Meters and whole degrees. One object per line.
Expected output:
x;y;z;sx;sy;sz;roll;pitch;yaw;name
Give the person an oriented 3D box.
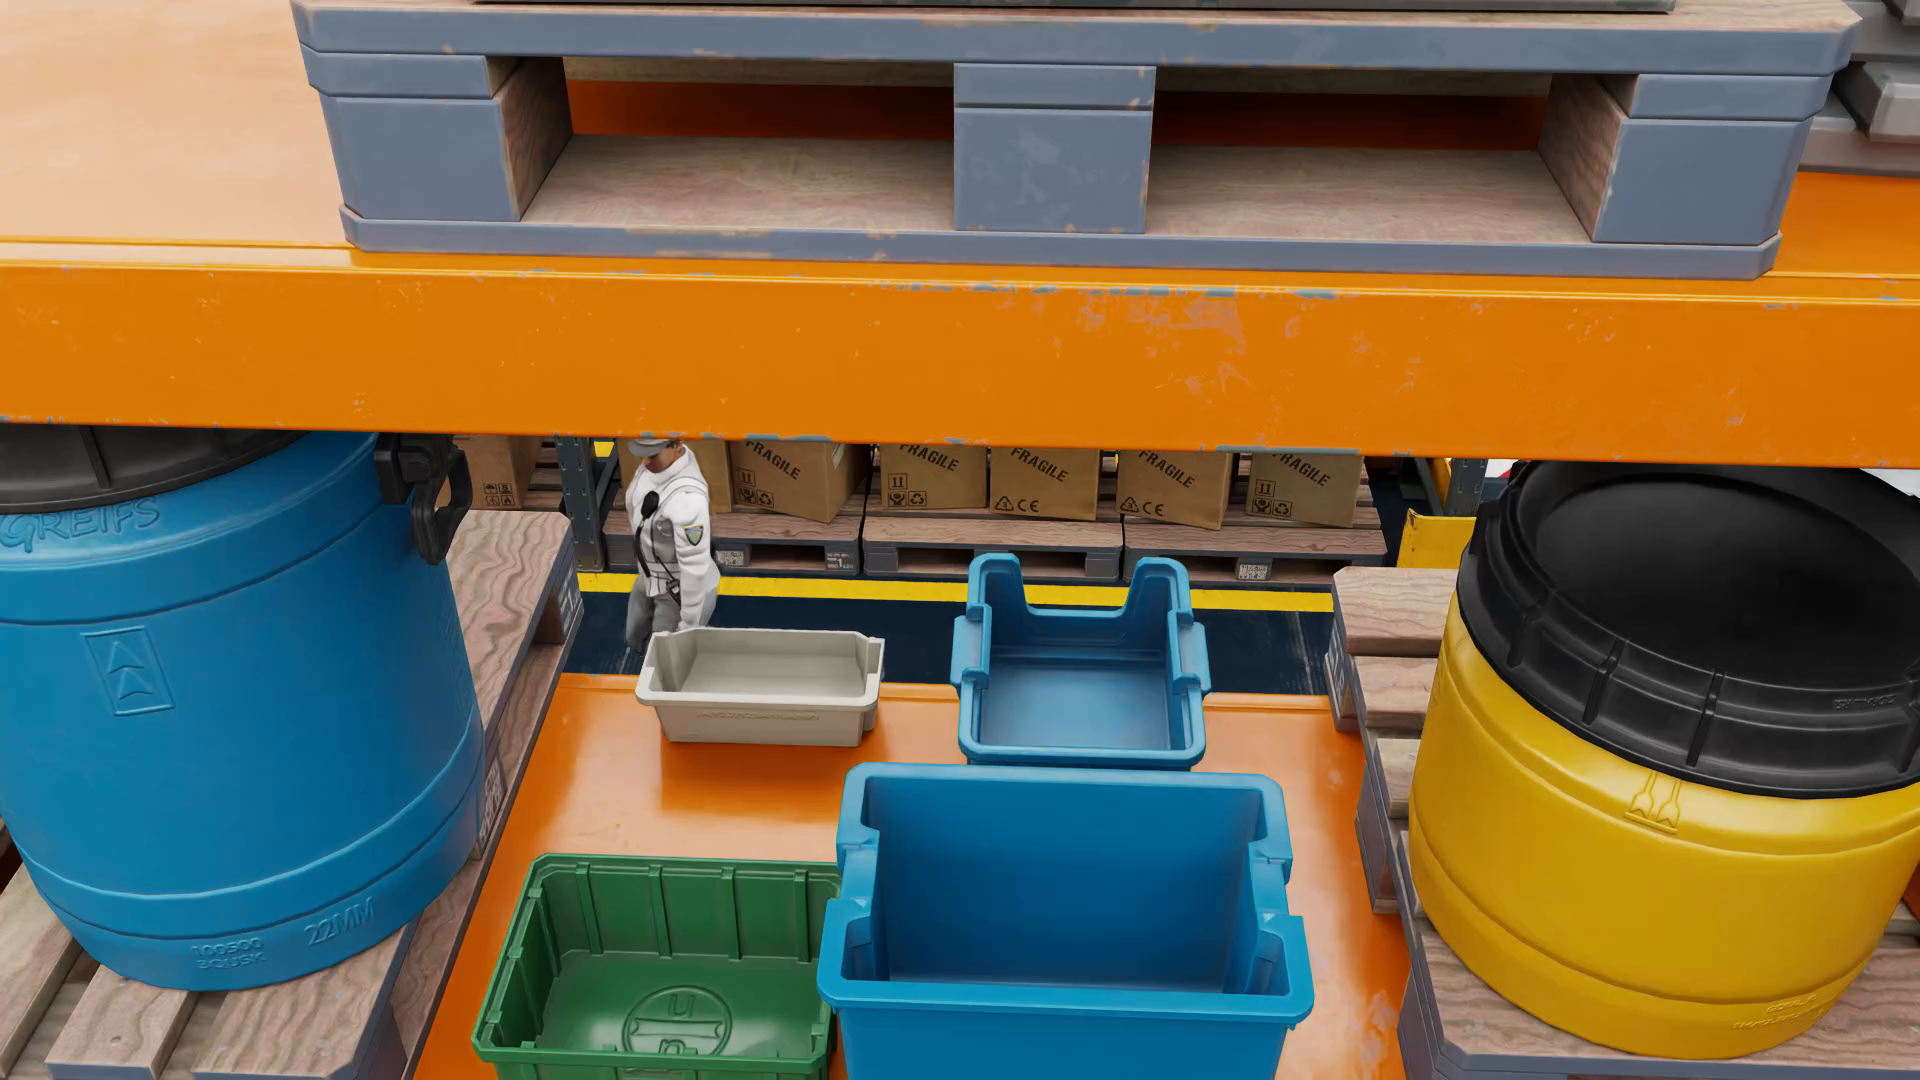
-1.066;0.185;6.351;0.488;1.665;0.498;-12;38;-16;person
